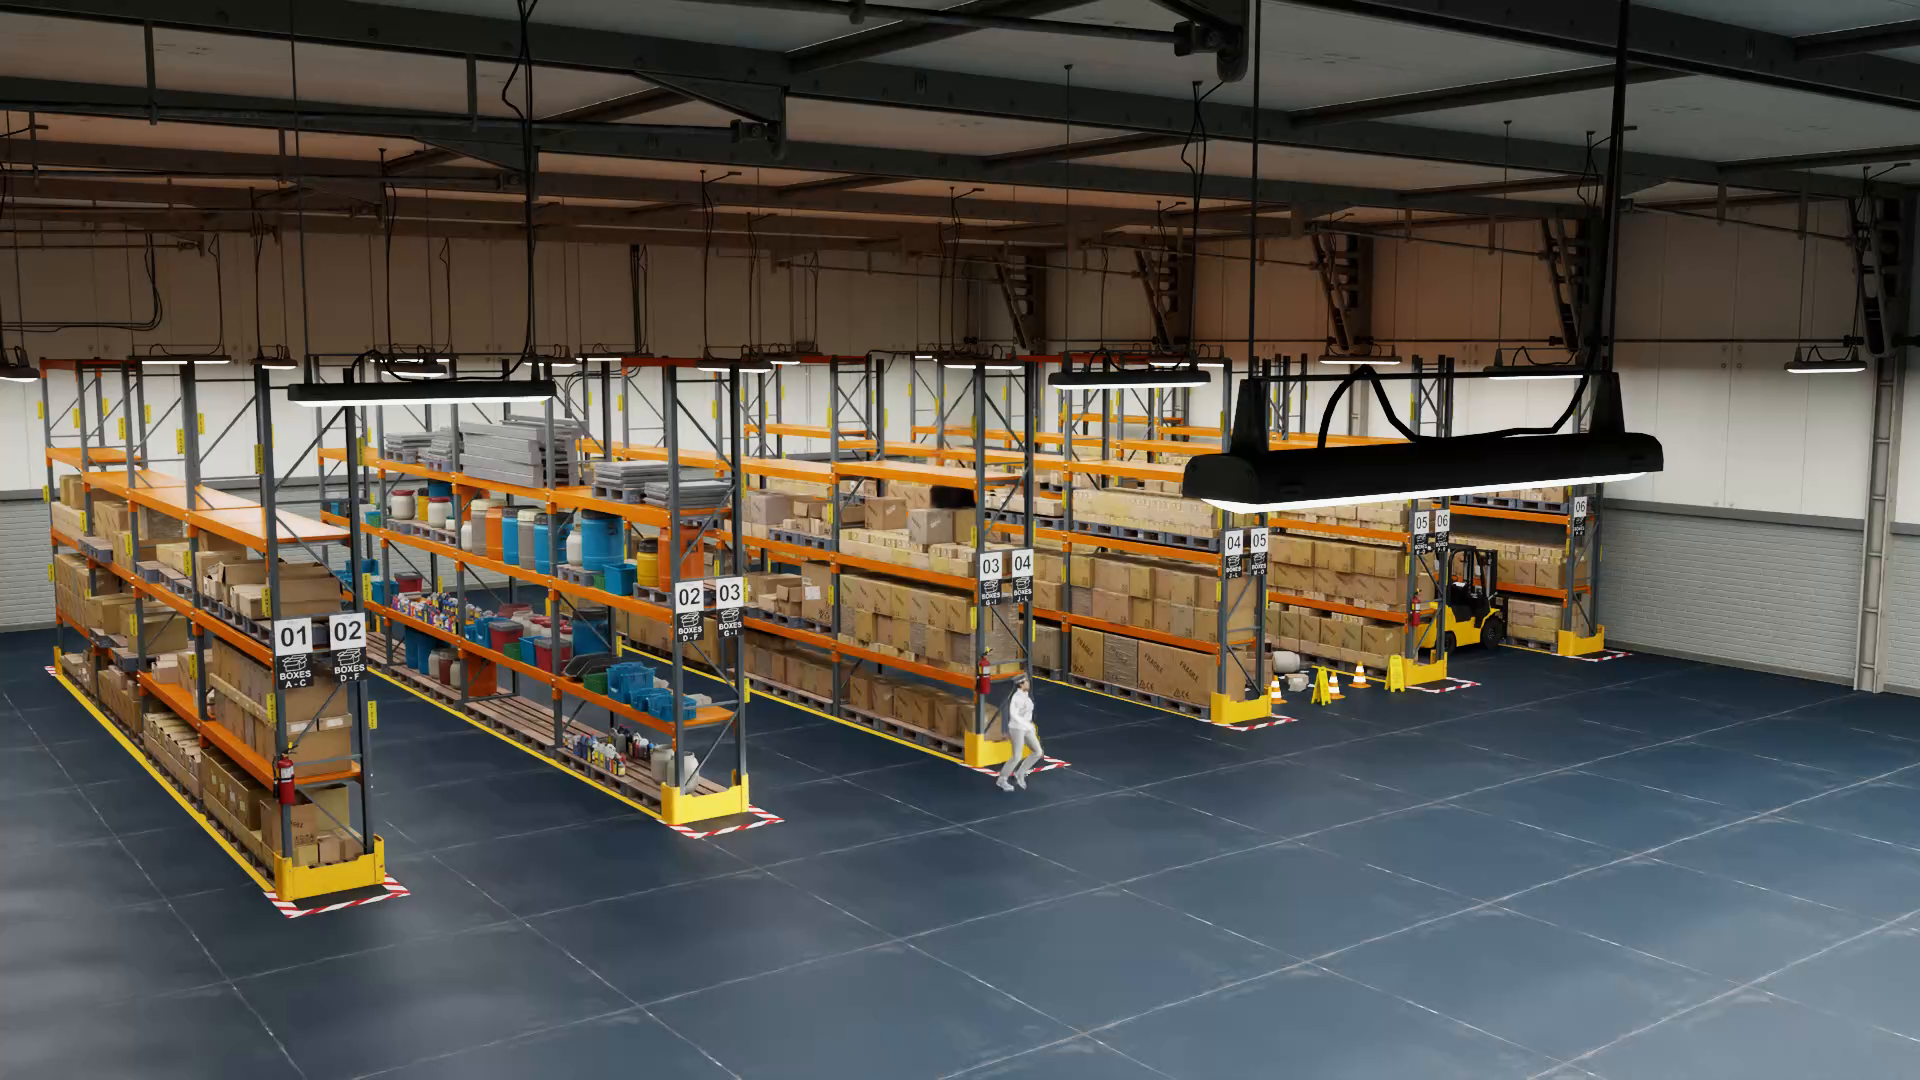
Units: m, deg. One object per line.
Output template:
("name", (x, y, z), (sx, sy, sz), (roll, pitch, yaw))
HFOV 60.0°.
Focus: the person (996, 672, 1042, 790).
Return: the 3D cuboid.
("person", (0.877, 2.690, 23.567), (0.604, 1.653, 0.677), (3, 7, 23))
